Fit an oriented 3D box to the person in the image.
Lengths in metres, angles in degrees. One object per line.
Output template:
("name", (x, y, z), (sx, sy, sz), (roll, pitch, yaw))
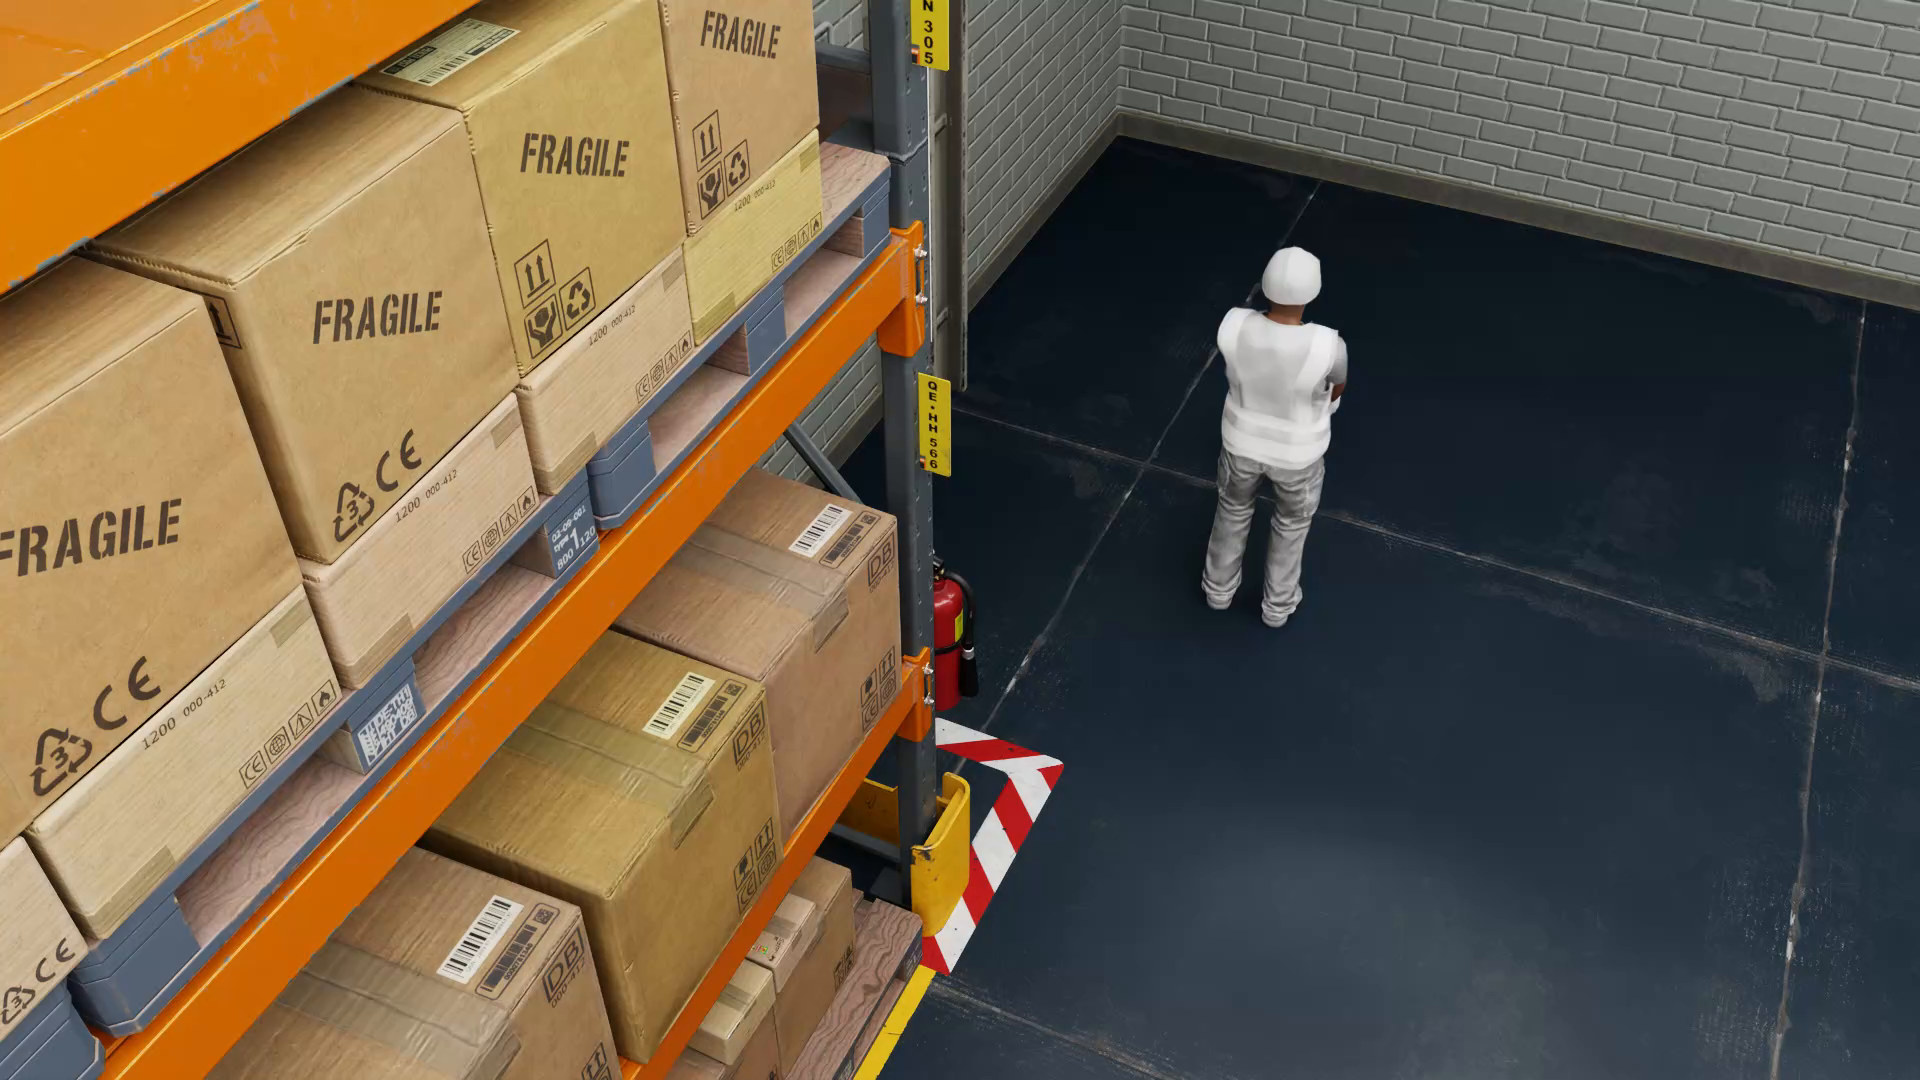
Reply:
("person", (1.274, -0.456, 6.659), (0.488, 1.780, 0.567), (18, 45, 19))
